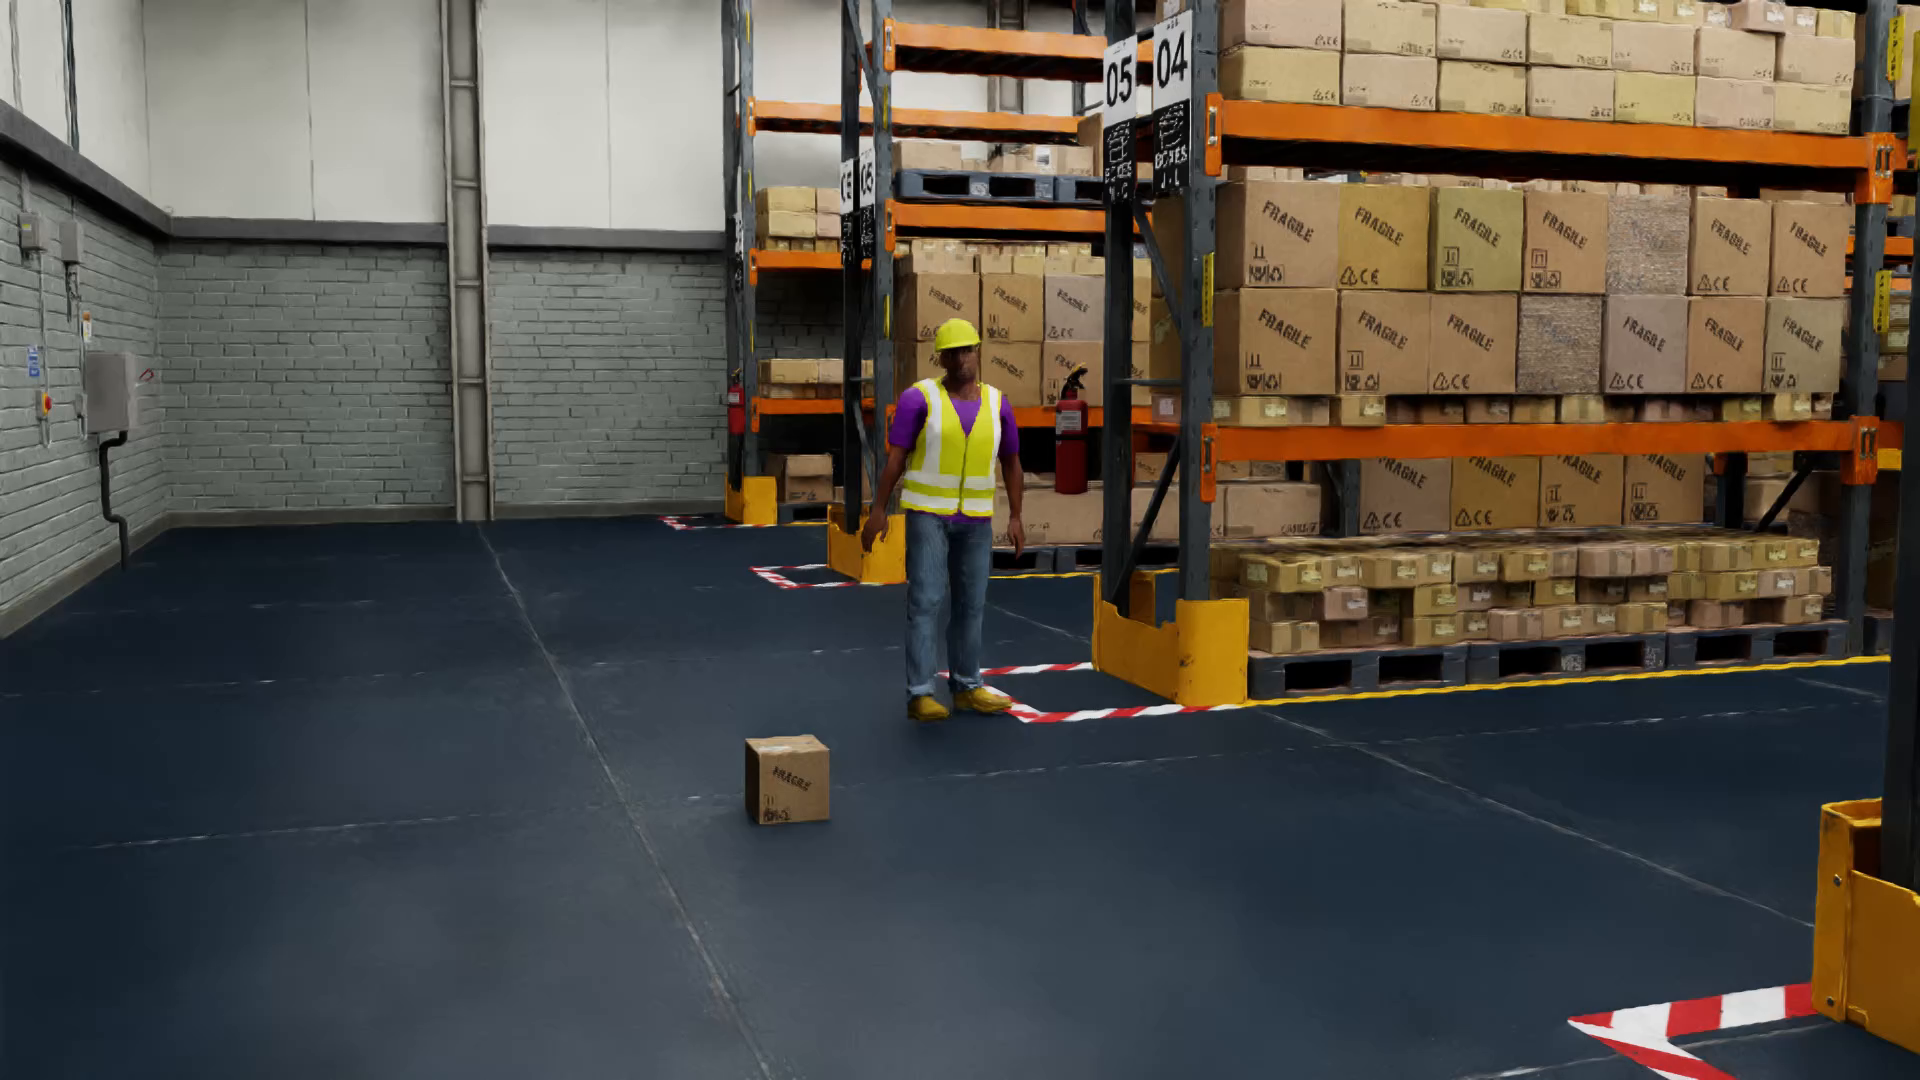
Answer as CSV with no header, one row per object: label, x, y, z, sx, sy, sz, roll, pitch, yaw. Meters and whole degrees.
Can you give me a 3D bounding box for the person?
person,-0.039,-0.091,7.330,0.764,1.766,0.528,-2,6,-23
